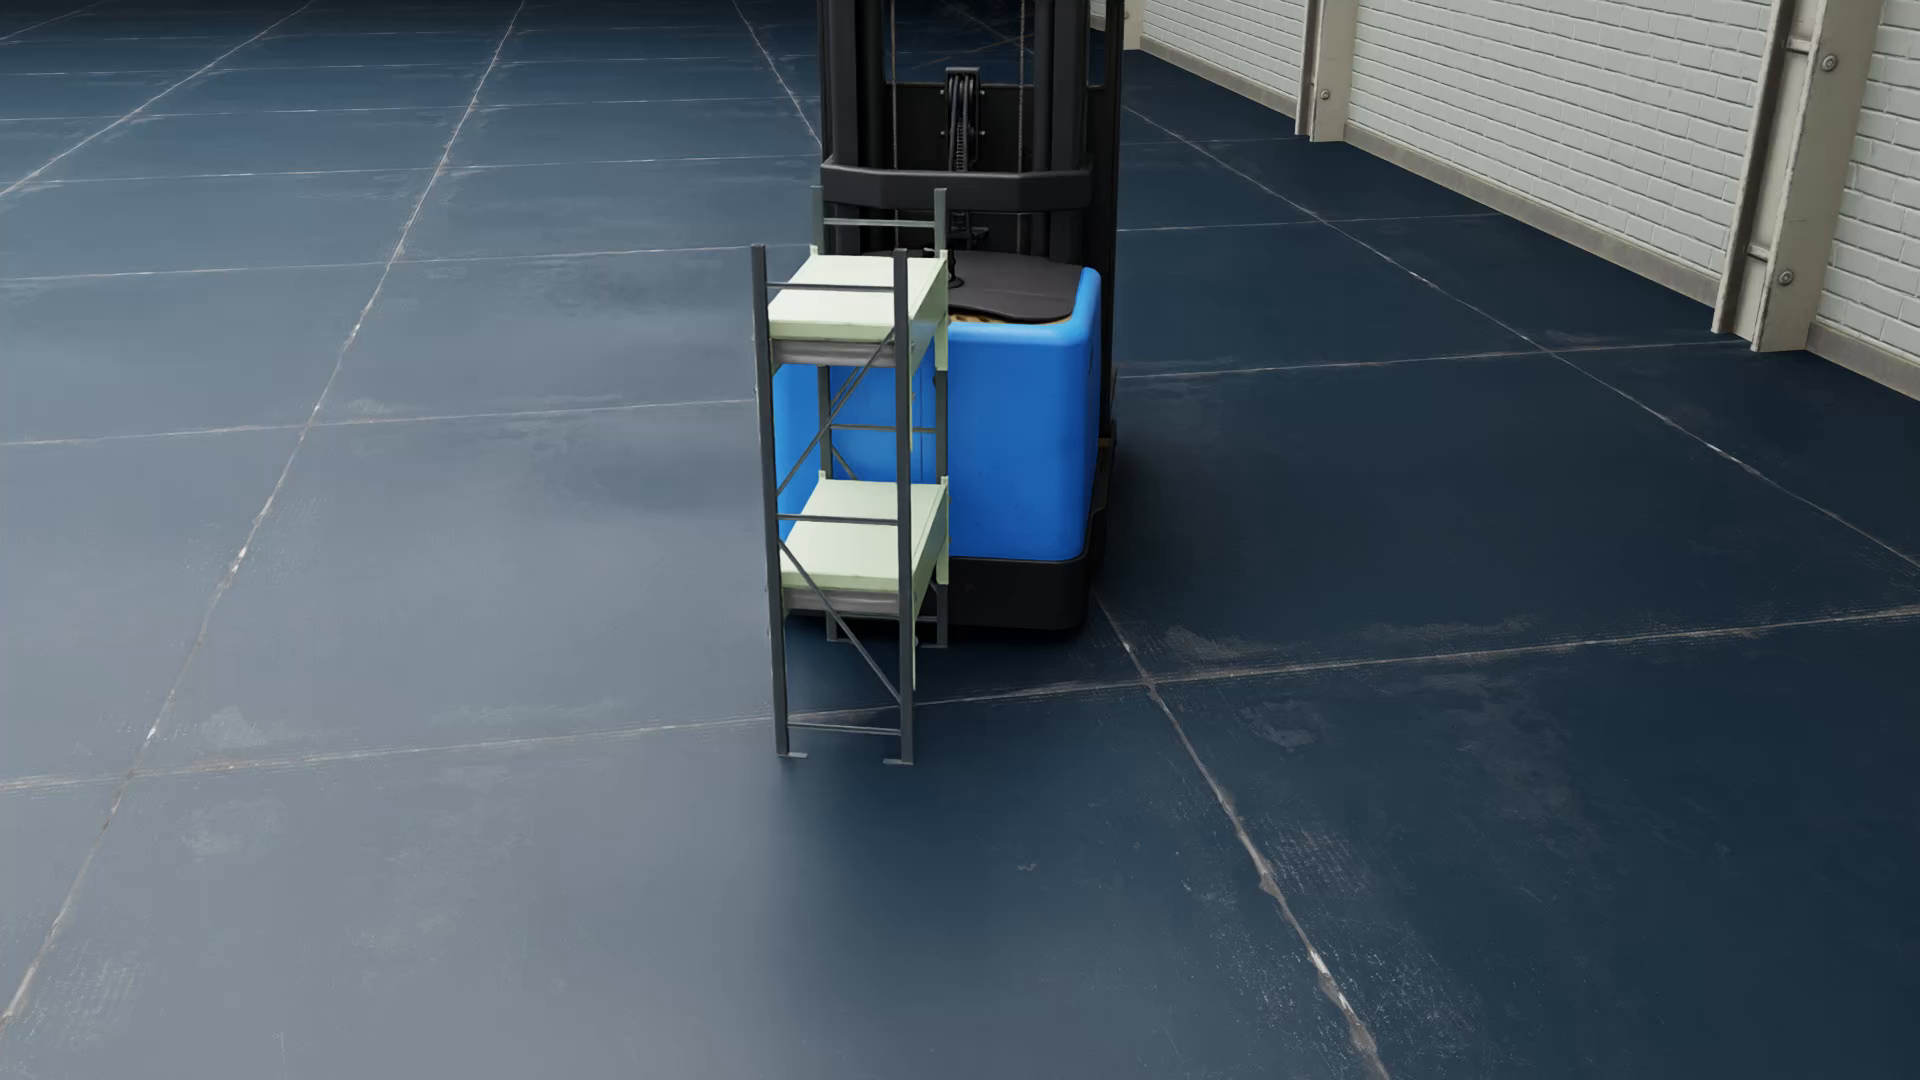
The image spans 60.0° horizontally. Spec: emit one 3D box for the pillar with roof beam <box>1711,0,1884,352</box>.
[{"bbox_3d":[-0.079,-4.846,6.102,9.100,9.000,0.400,-4,24,-10],"label":"pillar with roof beam"}]

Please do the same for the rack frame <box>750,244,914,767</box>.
[{"bbox_3d":[-0.331,-0.052,4.494,0.400,1.500,0.023,3,24,7],"label":"rack frame"}]

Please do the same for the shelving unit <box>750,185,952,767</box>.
[{"bbox_3d":[-0.285,-0.197,4.827,0.431,1.500,0.755,3,24,7],"label":"shelving unit"}]

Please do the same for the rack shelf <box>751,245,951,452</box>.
[{"bbox_3d":[-0.285,-0.555,4.670,0.431,0.370,0.720,3,24,7],"label":"rack shelf"}]

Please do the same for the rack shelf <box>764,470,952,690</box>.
[{"bbox_3d":[-0.285,0.101,4.958,0.431,0.370,0.720,3,24,7],"label":"rack shelf"}]

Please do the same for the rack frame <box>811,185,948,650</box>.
[{"bbox_3d":[-0.238,-0.343,5.159,0.400,1.500,0.023,3,24,7],"label":"rack frame"}]

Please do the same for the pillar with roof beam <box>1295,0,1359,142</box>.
[{"bbox_3d":[-1.188,-7.206,11.506,9.100,9.000,0.400,-4,24,-10],"label":"pillar with roof beam"}]

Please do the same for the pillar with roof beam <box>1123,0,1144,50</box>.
[{"bbox_3d":[-2.298,-9.566,16.910,9.100,9.000,0.400,-4,24,-10],"label":"pillar with roof beam"}]

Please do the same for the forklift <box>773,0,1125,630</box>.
[{"bbox_3d":[0.070,-1.606,6.266,1.130,2.935,3.031,3,24,7],"label":"forklift"}]
